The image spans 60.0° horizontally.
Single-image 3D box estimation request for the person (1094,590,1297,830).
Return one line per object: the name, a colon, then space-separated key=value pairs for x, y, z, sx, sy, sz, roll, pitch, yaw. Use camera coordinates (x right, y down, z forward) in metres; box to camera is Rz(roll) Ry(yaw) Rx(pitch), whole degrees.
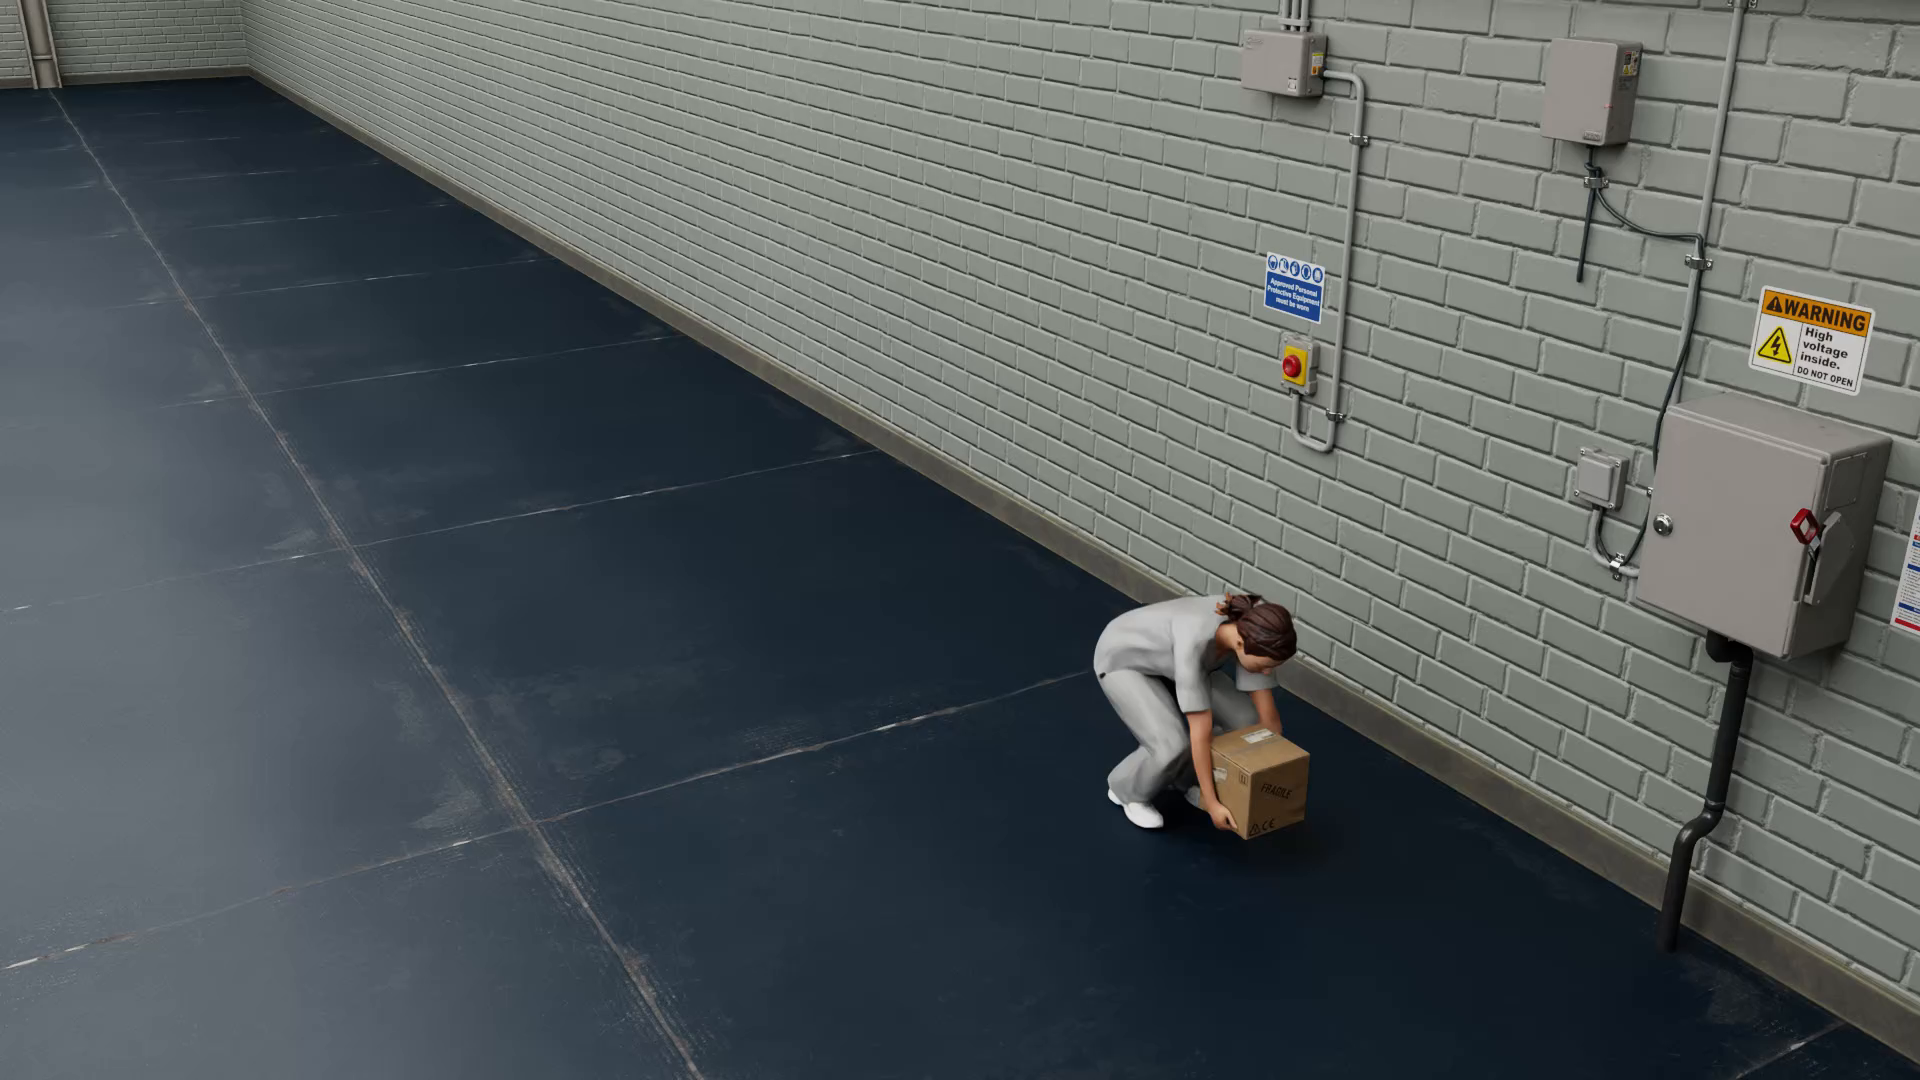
person: x=0.803 y=0.559 z=5.693 sx=0.460 sy=0.938 sz=0.830 roll=-13 pitch=25 yaw=-30
